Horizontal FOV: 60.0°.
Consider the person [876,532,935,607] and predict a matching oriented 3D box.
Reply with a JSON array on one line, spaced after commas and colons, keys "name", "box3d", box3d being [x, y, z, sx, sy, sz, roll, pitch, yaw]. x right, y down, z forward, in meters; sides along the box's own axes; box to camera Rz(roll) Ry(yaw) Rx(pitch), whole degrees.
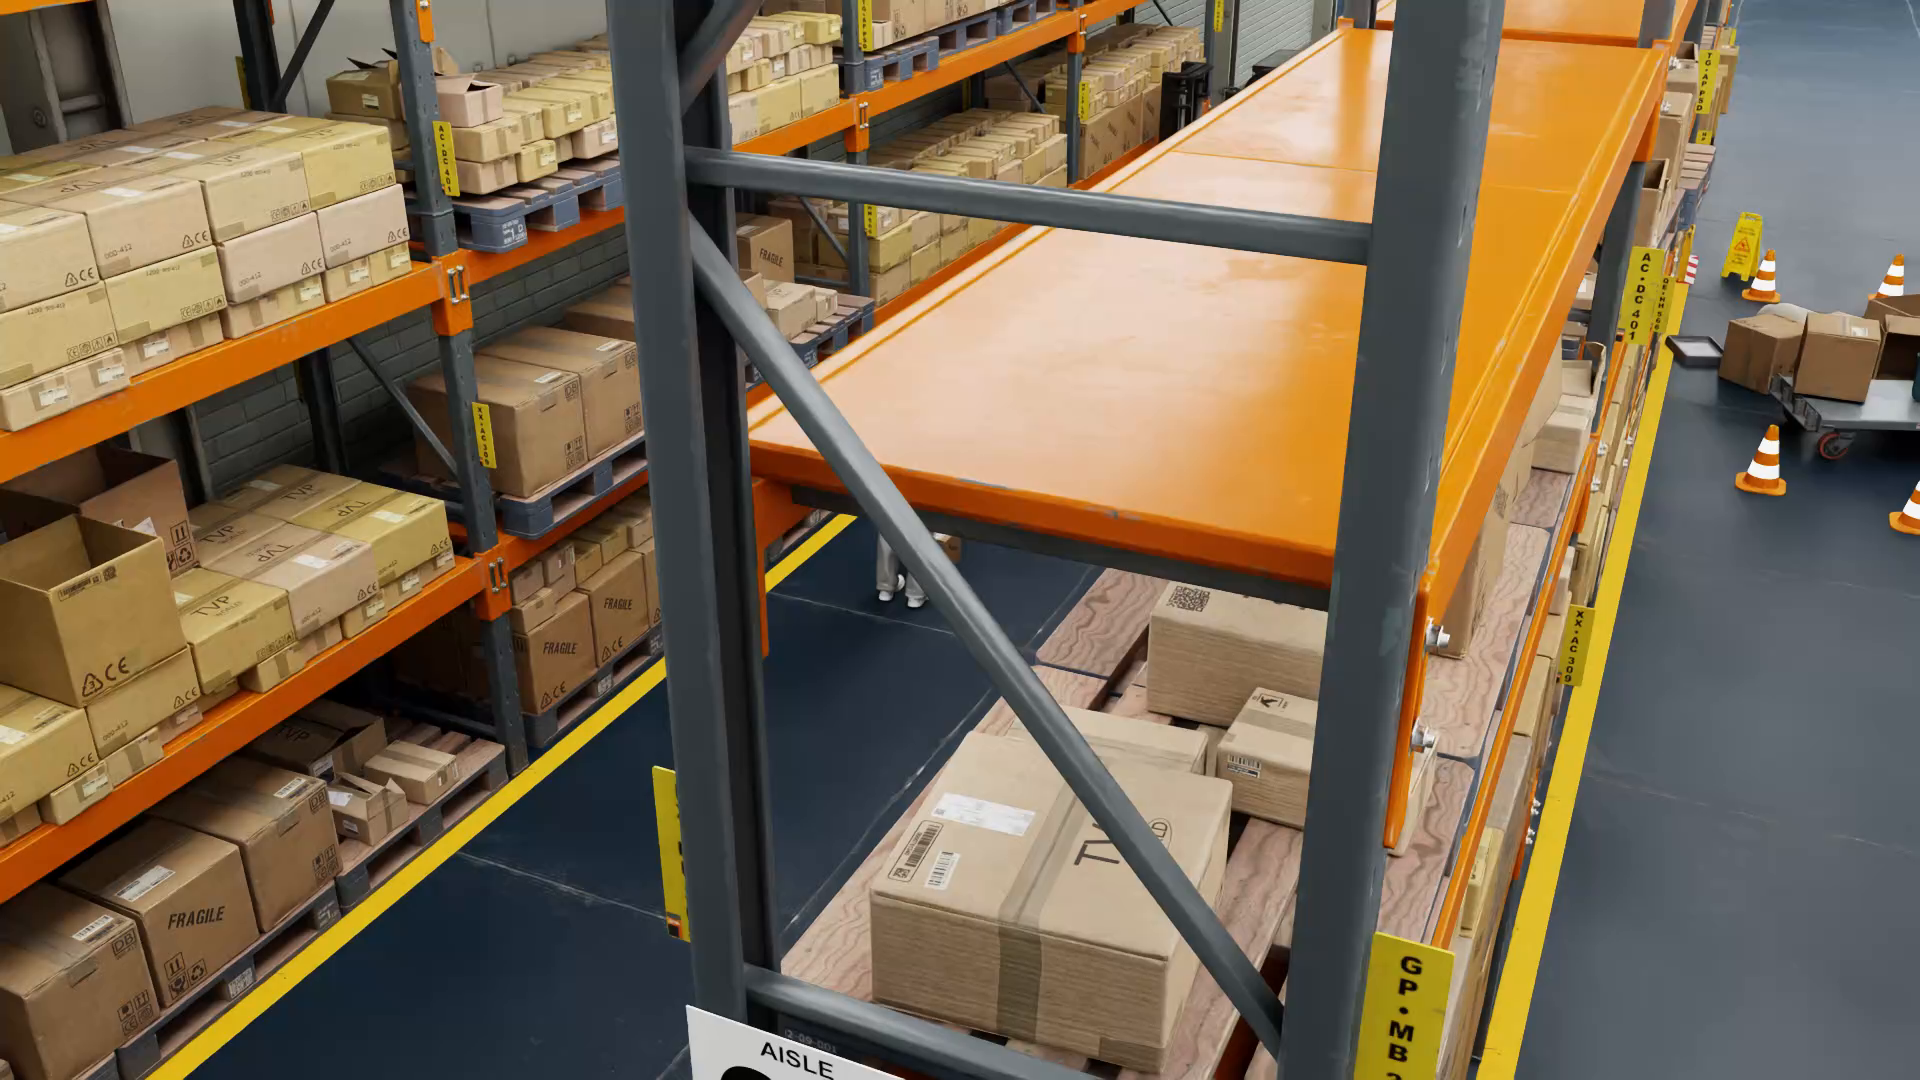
[{"name": "person", "box3d": [-0.374, -0.388, 10.226, 0.445, 1.669, 0.355, 12, 29, 22]}]
